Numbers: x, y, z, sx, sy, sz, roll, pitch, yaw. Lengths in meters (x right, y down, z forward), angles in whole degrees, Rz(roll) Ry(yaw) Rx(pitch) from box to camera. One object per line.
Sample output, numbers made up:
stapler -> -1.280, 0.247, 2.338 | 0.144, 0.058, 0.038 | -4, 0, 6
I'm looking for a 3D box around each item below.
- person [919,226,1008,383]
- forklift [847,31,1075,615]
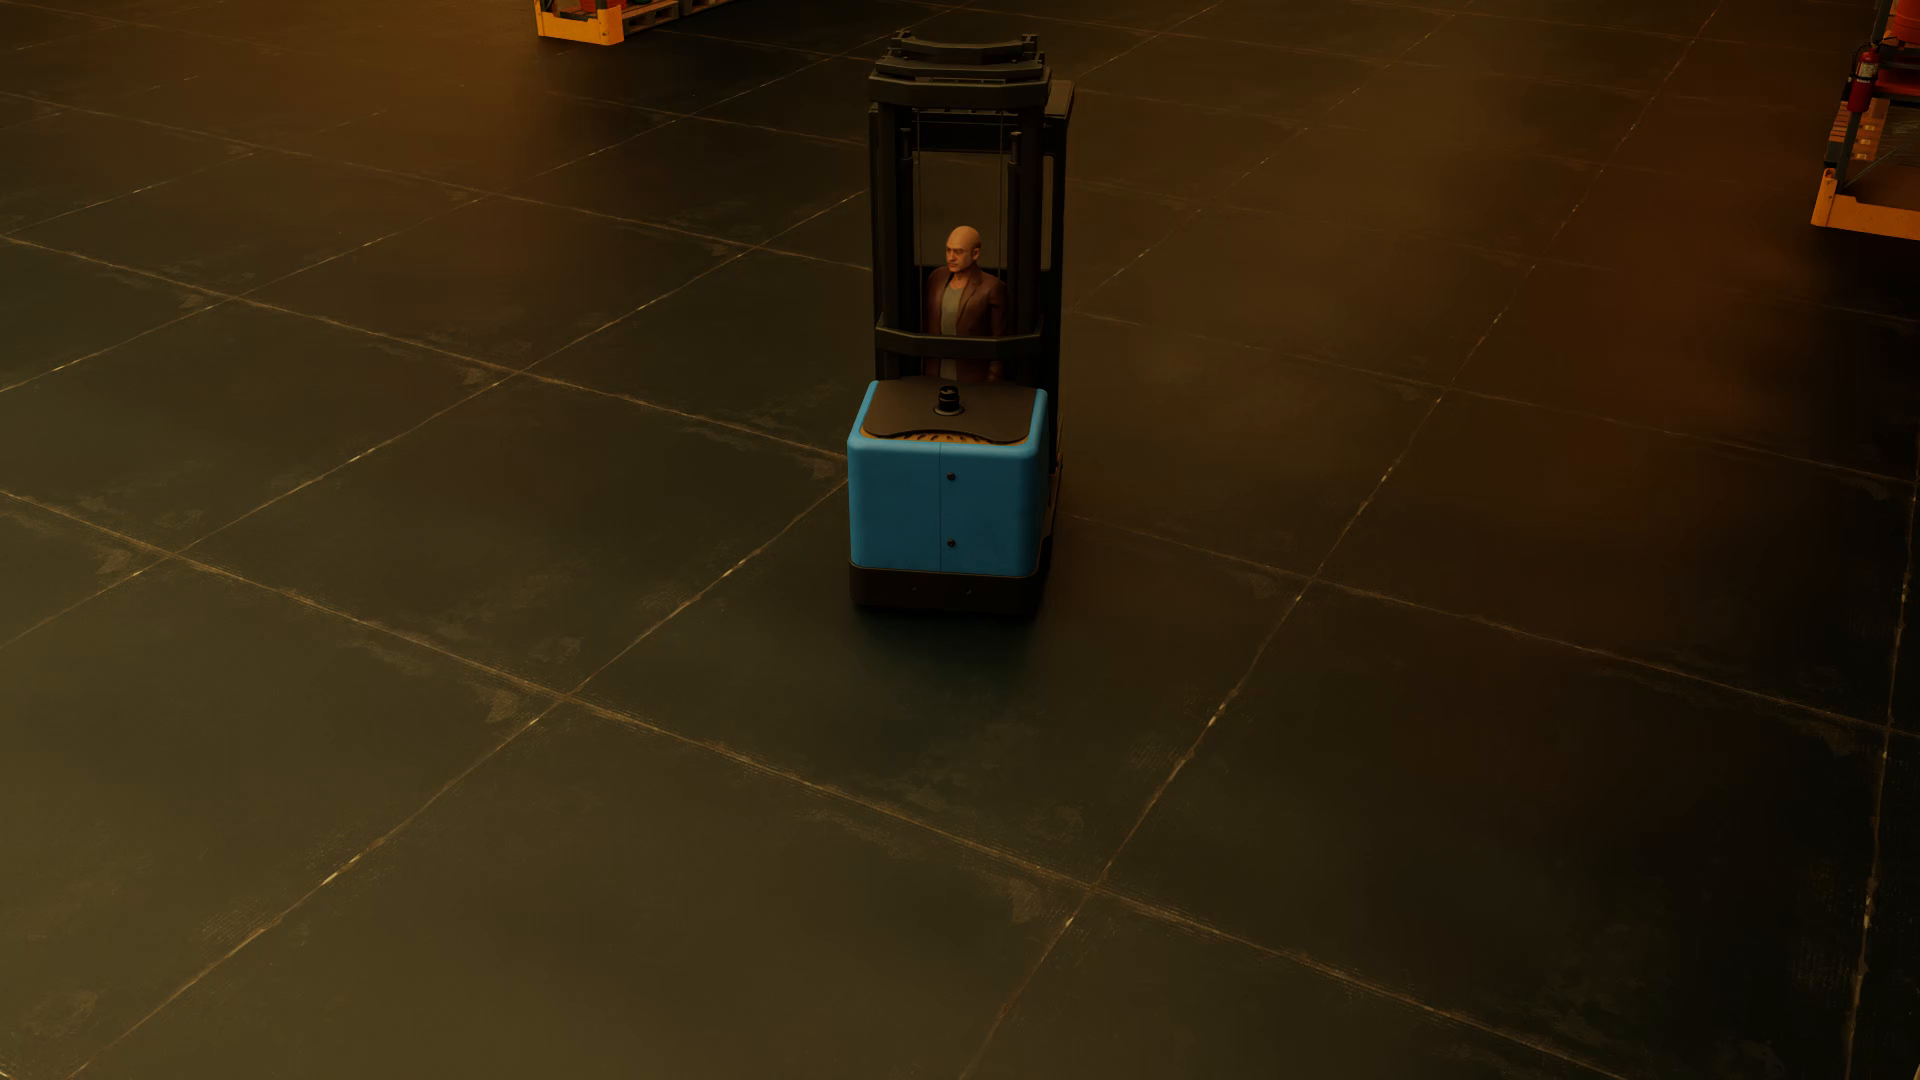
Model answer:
person -> -0.003, -0.950, 9.473 | 0.562, 1.710, 0.331 | 15, 33, 25
forklift -> 0.072, -1.572, 9.794 | 1.130, 2.935, 3.031 | 3, 30, 6
